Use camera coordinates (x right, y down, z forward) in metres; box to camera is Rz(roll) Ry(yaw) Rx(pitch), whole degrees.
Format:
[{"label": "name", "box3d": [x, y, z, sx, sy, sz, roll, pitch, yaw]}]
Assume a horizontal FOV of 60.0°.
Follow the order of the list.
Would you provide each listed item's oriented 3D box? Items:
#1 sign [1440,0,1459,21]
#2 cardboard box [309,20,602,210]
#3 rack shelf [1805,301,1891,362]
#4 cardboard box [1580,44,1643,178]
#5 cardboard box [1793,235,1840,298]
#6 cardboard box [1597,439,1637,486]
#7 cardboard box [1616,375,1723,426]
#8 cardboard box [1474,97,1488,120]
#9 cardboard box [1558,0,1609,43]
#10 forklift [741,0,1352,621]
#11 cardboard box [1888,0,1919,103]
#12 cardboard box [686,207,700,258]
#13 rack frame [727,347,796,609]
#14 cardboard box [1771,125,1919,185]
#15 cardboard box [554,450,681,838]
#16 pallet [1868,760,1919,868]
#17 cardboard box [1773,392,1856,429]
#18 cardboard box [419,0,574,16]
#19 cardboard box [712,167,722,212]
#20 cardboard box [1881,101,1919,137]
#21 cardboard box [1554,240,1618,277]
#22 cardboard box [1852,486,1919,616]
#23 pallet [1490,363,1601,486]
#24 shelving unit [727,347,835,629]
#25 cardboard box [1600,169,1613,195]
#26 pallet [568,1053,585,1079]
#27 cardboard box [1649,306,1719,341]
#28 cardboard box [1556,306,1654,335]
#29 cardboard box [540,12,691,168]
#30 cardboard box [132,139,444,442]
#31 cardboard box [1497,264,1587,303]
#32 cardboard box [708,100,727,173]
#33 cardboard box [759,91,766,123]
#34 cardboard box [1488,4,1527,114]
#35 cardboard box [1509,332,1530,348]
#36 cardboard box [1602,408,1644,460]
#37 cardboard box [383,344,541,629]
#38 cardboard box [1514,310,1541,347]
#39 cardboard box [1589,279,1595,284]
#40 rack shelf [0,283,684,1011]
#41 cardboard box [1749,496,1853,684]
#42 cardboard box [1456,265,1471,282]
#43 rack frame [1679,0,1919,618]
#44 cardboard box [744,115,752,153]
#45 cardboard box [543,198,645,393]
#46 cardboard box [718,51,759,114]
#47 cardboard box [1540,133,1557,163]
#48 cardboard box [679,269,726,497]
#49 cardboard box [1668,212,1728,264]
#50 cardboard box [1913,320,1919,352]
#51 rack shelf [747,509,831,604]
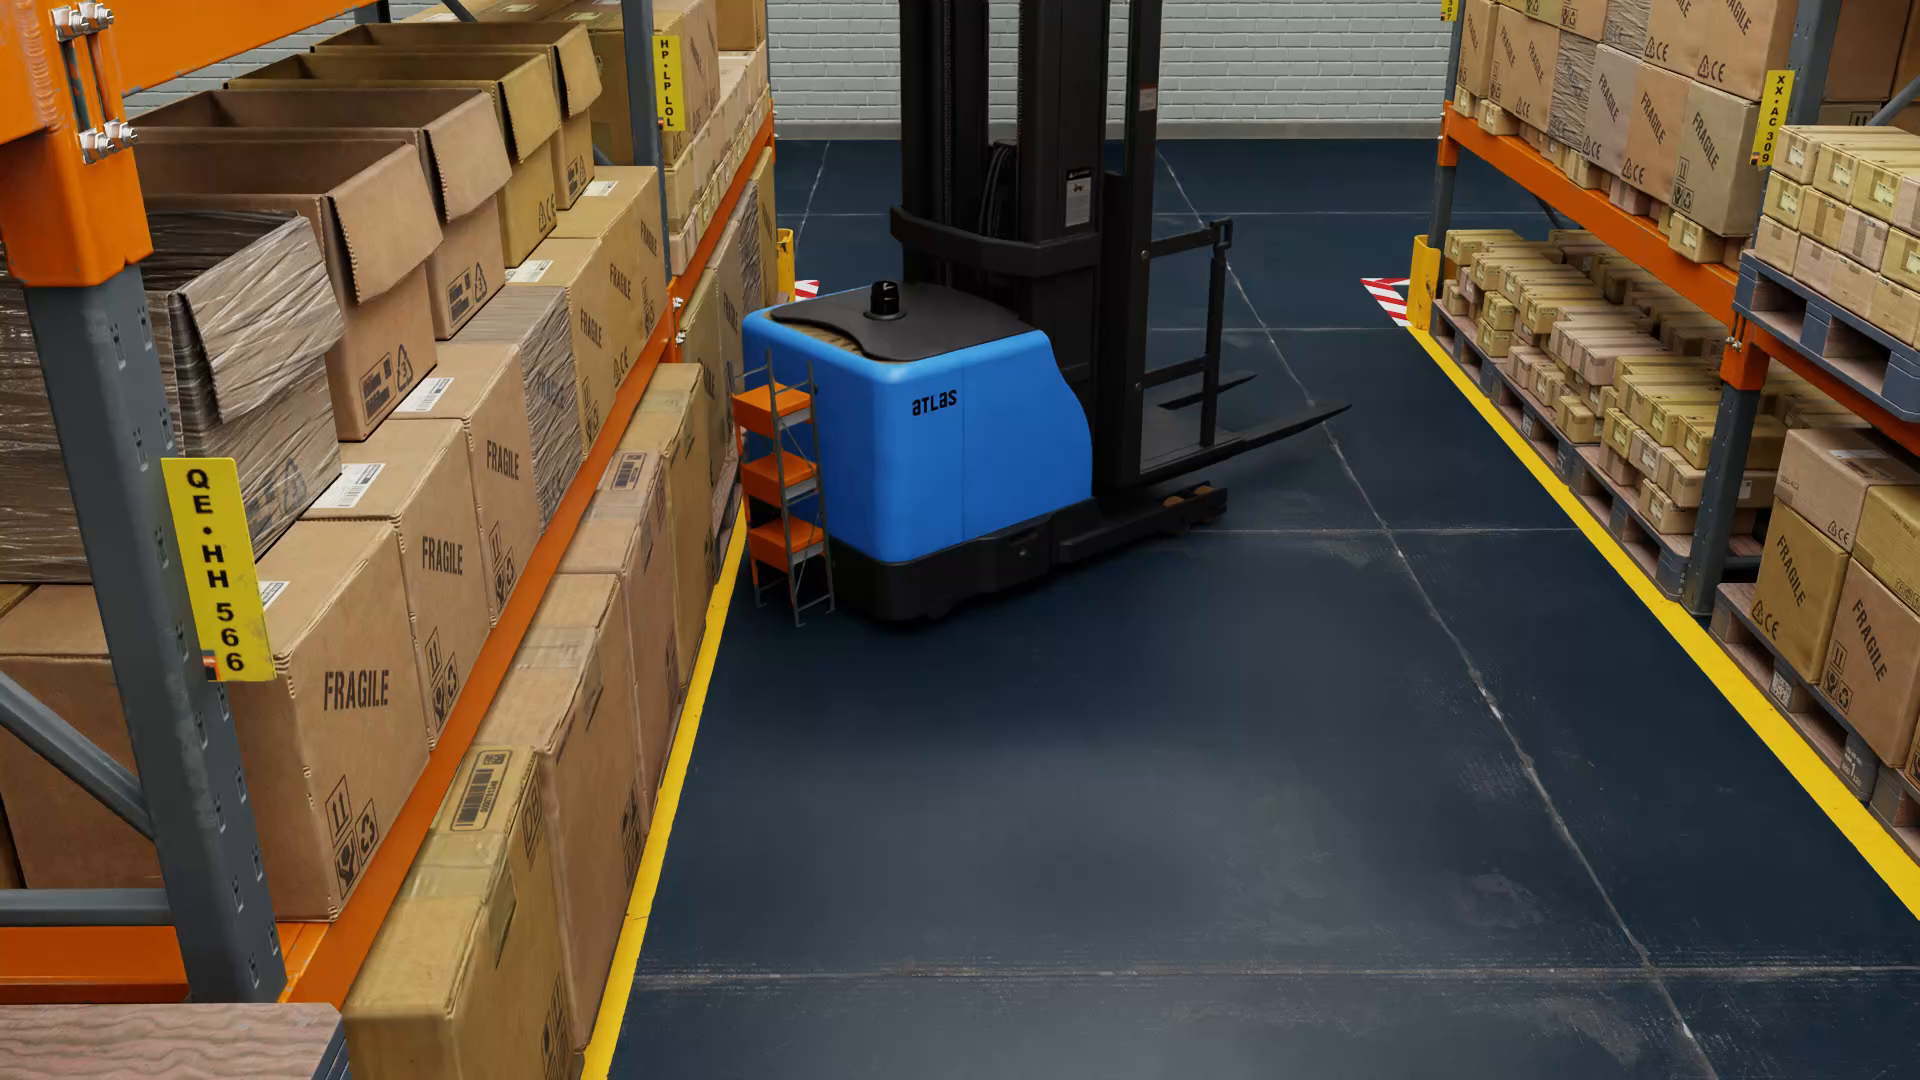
[{"label": "sign", "box3d": [2.805, -3.128, 9.475, 0.100, 0.325, 0.005, 0, 24, -1]}, {"label": "cardboard box", "box3d": [-1.555, -1.346, 5.248, 0.797, 0.503, 0.637, -1, 24, -2]}, {"label": "rack shelf", "box3d": [3.413, -0.025, 4.300, 0.919, 0.124, 3.809, 0, 24, -1]}, {"label": "cardboard box", "box3d": [3.094, -1.886, 7.297, 0.500, 0.500, 0.500, 0, 24, -1]}, {"label": "cardboard box", "box3d": [2.944, -0.886, 5.364, 0.380, 0.149, 0.250, 0, 24, 0]}, {"label": "cardboard box", "box3d": [3.059, -0.356, 7.347, 0.380, 0.149, 0.250, -1, 24, -2]}, {"label": "cardboard box", "box3d": [3.074, -0.604, 7.174, 0.380, 0.149, 0.250, 0, 24, -1]}, {"label": "cardboard box", "box3d": [3.067, -2.382, 9.181, 0.380, 0.149, 0.250, 1, 24, 1]}, {"label": "cardboard box", "box3d": [3.091, -2.554, 7.561, 0.500, 0.500, 0.500, -1, 24, -2]}, {"label": "forklift", "box3d": [0.562, -1.508, 7.027, 3.031, 2.935, 1.130, -19, 31, -36]}, {"label": "cardboard box", "box3d": [3.629, -1.911, 6.140, 0.500, 0.500, 0.500, 0, 24, 1]}, {"label": "cardboard box", "box3d": [-1.244, -1.224, 6.621, 0.380, 0.149, 0.250, -1, 24, -2]}, {"label": "rack frame", "box3d": [-0.766, -0.229, 6.467, 0.200, 1.050, 0.008, -26, 35, -38]}, {"label": "cardboard box", "box3d": [2.935, -1.271, 5.494, 0.380, 0.149, 0.250, 1, 24, 2]}, {"label": "cardboard box", "box3d": [-1.532, 0.302, 5.012, 1.225, 0.875, 0.875, -1, 24, -2]}, {"label": "pallet", "box3d": [3.417, 1.008, 4.766, 1.003, 0.211, 1.213, 0, 24, -1]}, {"label": "cardboard box", "box3d": [3.650, -0.508, 6.960, 0.380, 0.149, 0.250, 1, 24, 2]}, {"label": "cardboard box", "box3d": [-1.844, -1.910, 6.745, 0.500, 0.500, 0.500, 0, 24, 0]}, {"label": "cardboard box", "box3d": [-1.255, -1.546, 7.334, 0.380, 0.149, 0.250, -1, 24, -1]}, {"label": "cardboard box", "box3d": [3.637, -1.474, 6.386, 0.500, 0.500, 0.500, -1, 24, -2]}, {"label": "cardboard box", "box3d": [3.552, -1.578, 9.328, 0.380, 0.149, 0.250, 0, 24, 0]}, {"label": "cardboard box", "box3d": [3.143, 0.043, 5.128, 0.500, 0.250, 0.500, 0, 24, 1]}, {"label": "pallet", "box3d": [3.332, -0.598, 8.315, 1.003, 0.211, 1.213, 0, 24, -1]}, {"label": "shelving unit", "box3d": [-0.680, -0.194, 6.387, 0.215, 1.050, 0.252, -26, 35, -38]}, {"label": "cardboard box", "box3d": [3.138, -1.629, 7.517, 0.380, 0.149, 0.250, -1, 24, -1]}, {"label": "pallet", "box3d": [-1.460, 1.487, 3.707, 1.003, 0.211, 1.213, 0, 24, -1]}, {"label": "cardboard box", "box3d": [3.603, -1.038, 8.133, 0.380, 0.149, 0.250, 0, 24, 0]}, {"label": "cardboard box", "box3d": [3.146, -1.036, 8.130, 0.380, 0.149, 0.250, 0, 24, 0]}, {"label": "cardboard box", "box3d": [-1.320, -1.714, 6.311, 0.500, 0.500, 0.500, 0, 24, -1]}, {"label": "cardboard box", "box3d": [-1.523, -0.531, 3.446, 0.797, 0.503, 0.637, 0, 24, 1]}, {"label": "cardboard box", "box3d": [3.097, -1.363, 8.851, 0.380, 0.149, 0.250, -1, 24, -3]}, {"label": "cardboard box", "box3d": [-1.325, -1.787, 7.383, 0.500, 0.250, 0.500, 0, 24, 1]}, {"label": "cardboard box", "box3d": [-1.276, -2.388, 9.195, 0.380, 0.149, 0.250, 0, 24, 0]}, {"label": "cardboard box", "box3d": [3.107, -2.510, 8.678, 0.500, 0.500, 0.500, 0, 24, 0]}, {"label": "cardboard box", "box3d": [3.118, -0.991, 8.750, 0.380, 0.149, 0.250, 0, 24, 0]}, {"label": "cardboard box", "box3d": [3.034, -0.466, 7.228, 0.380, 0.149, 0.250, -1, 24, -2]}, {"label": "cardboard box", "box3d": [-1.277, -0.129, 3.774, 0.500, 0.500, 0.500, -1, 24, -2]}, {"label": "cardboard box", "box3d": [3.126, -1.118, 8.671, 0.380, 0.149, 0.250, -1, 24, -3]}, {"label": "cardboard box", "box3d": [3.646, -1.333, 9.147, 0.380, 0.149, 0.250, -1, 24, -3]}, {"label": "rack shelf", "box3d": [-1.548, 0.045, 4.383, 1.077, 0.370, 4.000, 0, 24, -1]}, {"label": "cardboard box", "box3d": [3.134, 0.166, 5.767, 0.500, 0.500, 0.500, 1, 24, 1]}, {"label": "cardboard box", "box3d": [3.096, -1.547, 9.619, 0.380, 0.149, 0.250, 1, 24, 2]}, {"label": "rack frame", "box3d": [3.391, -1.088, 6.015, 1.000, 3.000, 0.127, 0, 24, -1]}, {"label": "cardboard box", "box3d": [-1.268, -2.075, 8.502, 0.380, 0.149, 0.250, -1, 24, -2]}, {"label": "cardboard box", "box3d": [-1.293, -0.757, 5.162, 0.500, 0.500, 0.500, 0, 24, 1]}, {"label": "cardboard box", "box3d": [-1.338, -2.415, 8.770, 0.500, 0.250, 0.500, -1, 24, -1]}, {"label": "cardboard box", "box3d": [3.109, -1.951, 8.228, 0.380, 0.149, 0.250, -1, 24, -2]}, {"label": "cardboard box", "box3d": [-1.497, -0.602, 7.011, 0.875, 0.875, 0.875, 0, 24, -1]}, {"label": "cardboard box", "box3d": [3.042, -1.195, 6.558, 0.380, 0.149, 0.250, -1, 24, -2]}, {"label": "cardboard box", "box3d": [2.948, -0.574, 4.675, 0.380, 0.149, 0.250, -1, 24, -3]}, {"label": "rack shelf", "box3d": [-0.666, 0.063, 6.518, 0.215, 0.259, 0.240, -26, 35, -38]}]
